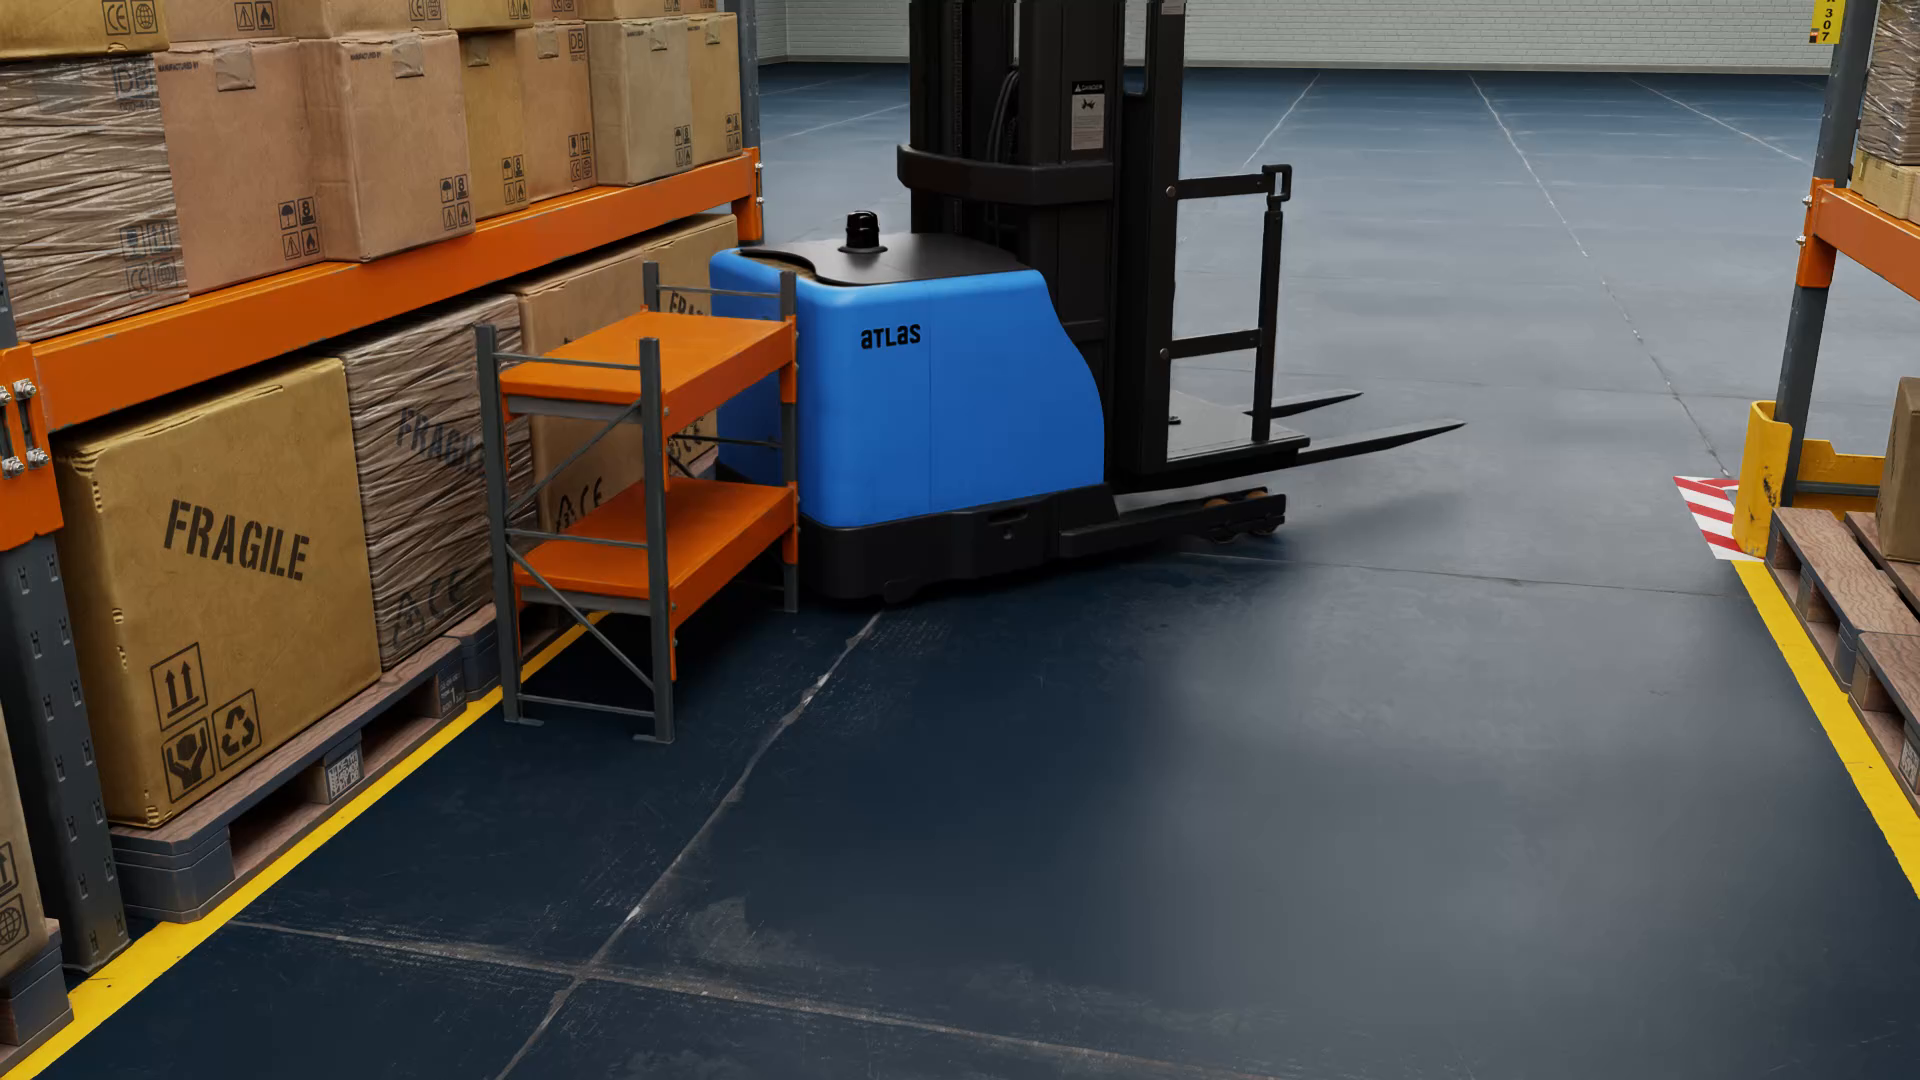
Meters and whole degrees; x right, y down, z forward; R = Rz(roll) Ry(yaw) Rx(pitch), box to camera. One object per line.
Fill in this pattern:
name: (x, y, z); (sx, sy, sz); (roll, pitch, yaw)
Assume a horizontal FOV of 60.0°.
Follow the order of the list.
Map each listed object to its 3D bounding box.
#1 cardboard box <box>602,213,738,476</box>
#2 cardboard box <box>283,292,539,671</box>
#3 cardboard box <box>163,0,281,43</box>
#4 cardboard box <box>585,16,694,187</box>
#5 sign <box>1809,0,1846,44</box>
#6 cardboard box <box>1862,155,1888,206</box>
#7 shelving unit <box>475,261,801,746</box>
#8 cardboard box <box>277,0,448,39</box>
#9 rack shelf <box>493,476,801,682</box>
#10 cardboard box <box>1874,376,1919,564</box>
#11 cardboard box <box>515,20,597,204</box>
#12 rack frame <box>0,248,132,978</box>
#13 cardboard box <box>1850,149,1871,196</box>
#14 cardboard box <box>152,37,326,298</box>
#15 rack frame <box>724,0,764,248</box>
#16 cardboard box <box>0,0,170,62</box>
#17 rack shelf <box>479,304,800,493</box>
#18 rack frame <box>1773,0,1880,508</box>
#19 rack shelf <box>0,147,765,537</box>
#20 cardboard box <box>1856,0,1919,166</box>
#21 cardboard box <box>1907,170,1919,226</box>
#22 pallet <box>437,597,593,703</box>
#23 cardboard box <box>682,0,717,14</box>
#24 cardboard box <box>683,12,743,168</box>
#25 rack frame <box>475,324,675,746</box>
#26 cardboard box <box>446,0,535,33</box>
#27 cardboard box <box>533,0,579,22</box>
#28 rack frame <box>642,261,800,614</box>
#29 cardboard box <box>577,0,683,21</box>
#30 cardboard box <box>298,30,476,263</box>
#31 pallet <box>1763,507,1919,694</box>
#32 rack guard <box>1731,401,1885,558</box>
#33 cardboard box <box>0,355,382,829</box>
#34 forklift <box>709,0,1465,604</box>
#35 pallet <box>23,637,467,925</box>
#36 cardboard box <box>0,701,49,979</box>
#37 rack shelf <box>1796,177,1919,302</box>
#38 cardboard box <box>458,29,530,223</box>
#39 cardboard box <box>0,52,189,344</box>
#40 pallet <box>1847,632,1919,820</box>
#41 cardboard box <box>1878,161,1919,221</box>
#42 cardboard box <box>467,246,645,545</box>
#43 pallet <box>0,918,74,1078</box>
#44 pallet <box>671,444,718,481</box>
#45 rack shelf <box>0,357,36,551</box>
cardboard box: (-1.421, -0.788, 6.492); (0.875, 0.875, 0.875); (5, 19, 14)
cardboard box: (-1.859, -0.227, 4.848); (0.875, 0.875, 0.875); (5, 19, 14)
cardboard box: (-2.152, -1.435, 3.847); (0.875, 0.550, 0.550); (5, 19, 13)
cardboard box: (-1.480, -1.590, 5.969); (0.875, 0.550, 0.550); (5, 19, 13)
sign: (2.939, -1.842, 5.600); (0.100, 0.325, 0.005); (5, 19, 13)
cardboard box: (3.085, -1.123, 5.223); (0.380, 0.149, 0.250); (5, 19, 13)
shelving unit: (-0.890, -0.159, 4.892); (0.538, 1.125, 1.048); (6, 20, 13)
cardboard box: (-1.887, -1.594, 4.310); (0.875, 0.550, 0.550); (5, 19, 13)
rack shelf: (-0.896, 0.072, 4.972); (0.538, 0.278, 1.000); (6, 20, 13)
cardboard box: (3.297, -0.211, 5.381); (0.500, 0.500, 0.500); (9, 21, 23)
cardboard box: (-1.738, -1.424, 5.484); (0.875, 0.550, 0.550); (5, 19, 13)
rack frame: (-2.297, -0.559, 3.183); (1.000, 3.000, 0.127); (5, 19, 13)
cardboard box: (3.165, -1.200, 5.448); (0.380, 0.149, 0.250); (5, 19, 13)
cardboard box: (-2.106, -0.921, 4.010); (0.875, 0.550, 0.550); (5, 19, 13)
rack frame: (-1.320, -1.813, 6.854); (1.000, 3.000, 0.127); (5, 19, 13)
cardboard box: (-2.173, -1.254, 3.315); (0.875, 0.550, 0.550); (5, 19, 13)
rack shelf: (-0.884, -0.435, 4.796); (0.538, 0.278, 1.000); (6, 20, 13)
rack frame: (3.465, -1.389, 5.614); (1.000, 3.000, 0.127); (5, 19, 13)
rack shelf: (-1.808, -0.845, 5.135); (1.077, 0.370, 4.000); (5, 19, 13)
cardboard box: (3.304, -1.407, 5.052); (0.875, 0.500, 0.500); (5, 19, 13)
cardboard box: (2.968, -0.966, 4.763); (0.380, 0.149, 0.250); (5, 19, 13)
pallet: (-1.739, 0.145, 5.437); (1.003, 0.211, 1.213); (5, 19, 13)
cardboard box: (-1.448, -2.281, 6.323); (0.875, 0.550, 0.550); (5, 19, 13)
cardboard box: (-1.366, -1.764, 6.479); (0.875, 0.550, 0.550); (5, 19, 13)
rack frame: (-1.017, 0.000, 4.426); (0.500, 1.125, 0.032); (6, 20, 13)
cardboard box: (-1.765, -1.761, 4.798); (0.875, 0.550, 0.500); (5, 19, 13)
cardboard box: (-1.761, -1.937, 5.315); (0.875, 0.550, 0.550); (5, 19, 13)
rack frame: (-0.764, -0.318, 5.358); (0.500, 1.125, 0.032); (6, 20, 13)
cardboard box: (-1.493, -2.102, 5.797); (0.875, 0.550, 0.550); (5, 19, 13)
cardboard box: (-1.860, -1.081, 4.478); (0.875, 0.550, 0.550); (5, 19, 13)
pallet: (3.214, 0.206, 5.258); (1.003, 0.211, 1.213); (5, 19, 13)
rack guard: (3.447, -0.183, 5.948); (1.175, 0.500, 0.348); (5, 19, 13)
cardboard box: (-2.075, 0.056, 4.020); (0.875, 0.875, 0.875); (5, 19, 14)
forklift: (0.632, -1.507, 6.066); (3.031, 2.935, 1.130); (-11, 22, -29)
pallet: (-2.035, 0.529, 4.314); (1.003, 0.211, 1.213); (5, 19, 13)
cardboard box: (-2.361, 0.509, 2.888); (1.050, 0.750, 0.750); (5, 19, 13)
rack shelf: (2.977, -0.422, 3.895); (1.077, 0.370, 4.000); (5, 19, 13)
cardboard box: (-1.828, -1.255, 4.988); (0.875, 0.550, 0.500); (5, 19, 13)
cardboard box: (-2.218, -0.746, 3.500); (0.875, 0.550, 0.550); (5, 19, 13)
pallet: (2.914, 0.587, 4.142); (1.003, 0.211, 1.213); (5, 19, 13)
cardboard box: (3.009, -1.046, 4.997); (0.380, 0.149, 0.250); (5, 19, 13)
cardboard box: (-1.634, -0.512, 5.684); (0.875, 0.875, 0.875); (4, 19, 13)
pallet: (-2.412, 1.008, 2.908); (1.003, 0.211, 1.213); (5, 19, 13)
pallet: (-1.439, -0.236, 6.553); (1.003, 0.211, 1.213); (5, 19, 13)
rack shelf: (-2.786, 0.408, 1.464); (1.077, 0.370, 4.000); (5, 19, 13)
